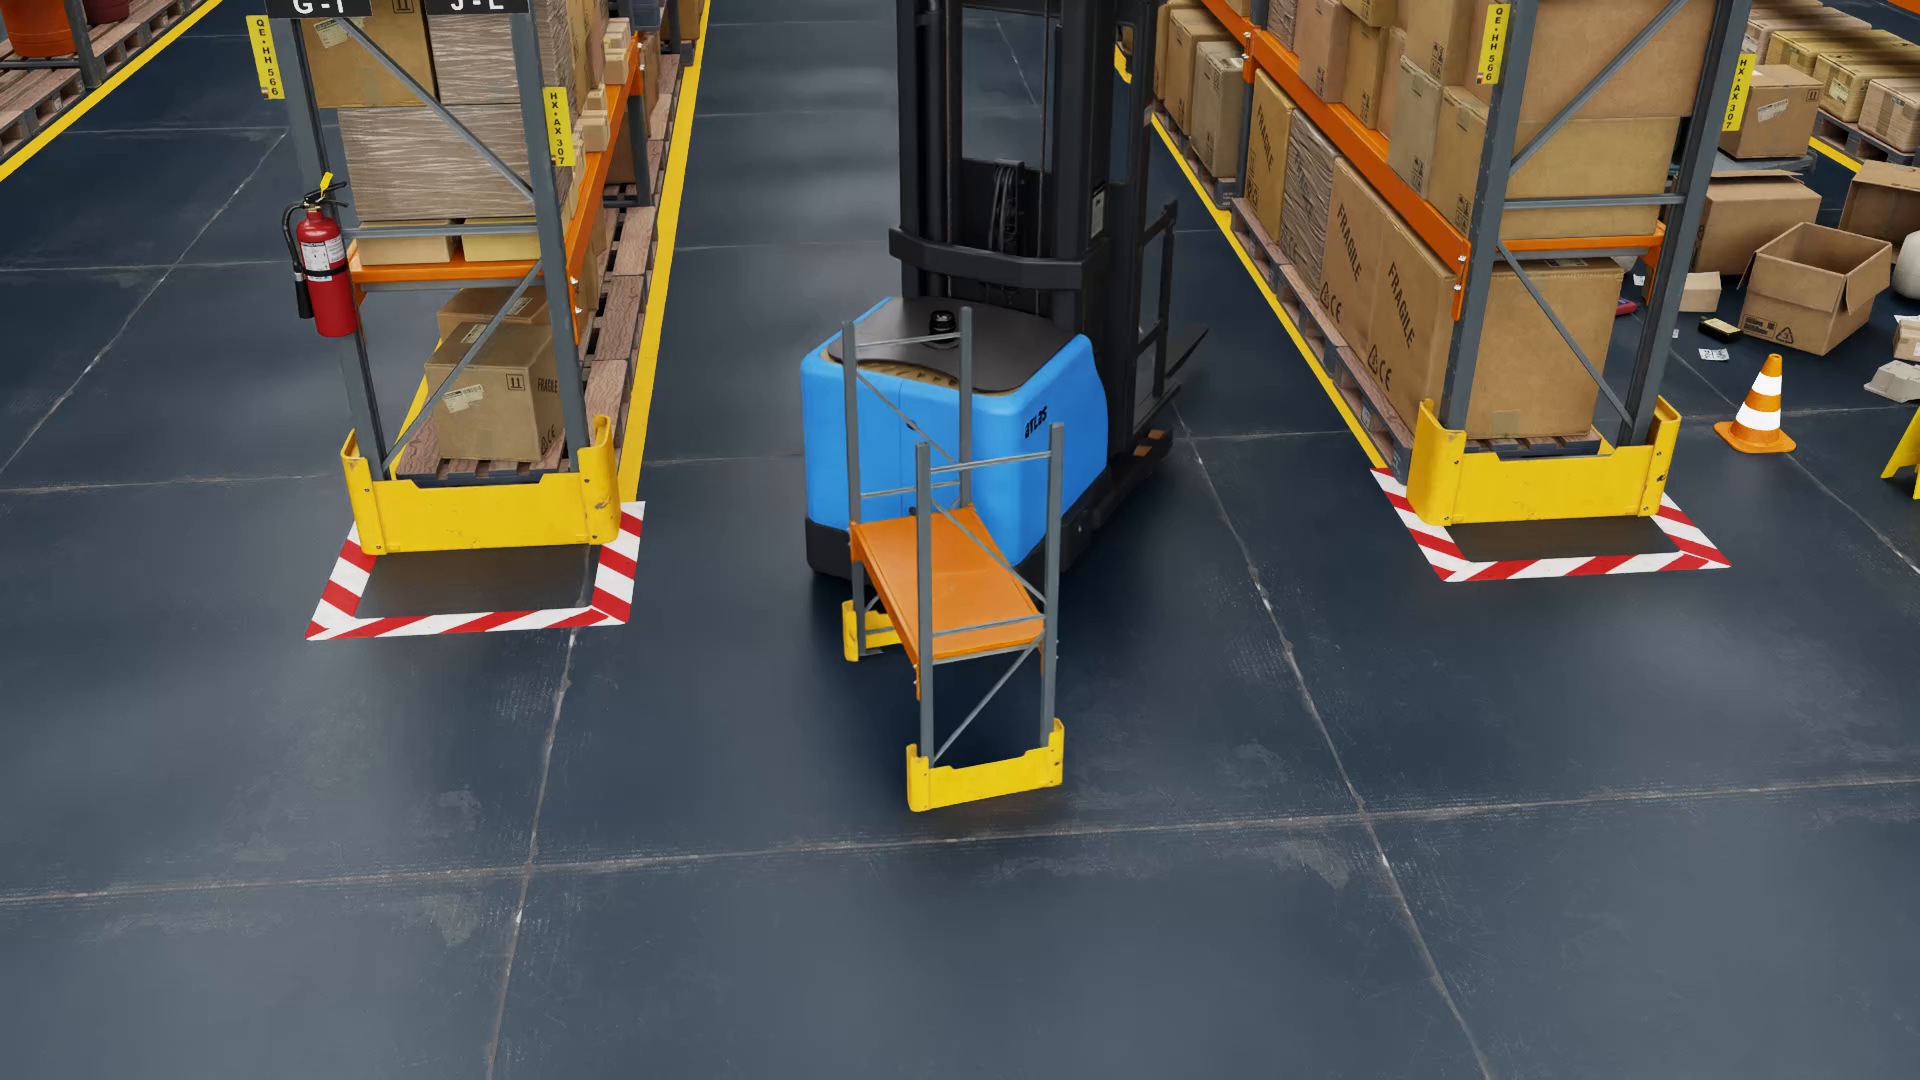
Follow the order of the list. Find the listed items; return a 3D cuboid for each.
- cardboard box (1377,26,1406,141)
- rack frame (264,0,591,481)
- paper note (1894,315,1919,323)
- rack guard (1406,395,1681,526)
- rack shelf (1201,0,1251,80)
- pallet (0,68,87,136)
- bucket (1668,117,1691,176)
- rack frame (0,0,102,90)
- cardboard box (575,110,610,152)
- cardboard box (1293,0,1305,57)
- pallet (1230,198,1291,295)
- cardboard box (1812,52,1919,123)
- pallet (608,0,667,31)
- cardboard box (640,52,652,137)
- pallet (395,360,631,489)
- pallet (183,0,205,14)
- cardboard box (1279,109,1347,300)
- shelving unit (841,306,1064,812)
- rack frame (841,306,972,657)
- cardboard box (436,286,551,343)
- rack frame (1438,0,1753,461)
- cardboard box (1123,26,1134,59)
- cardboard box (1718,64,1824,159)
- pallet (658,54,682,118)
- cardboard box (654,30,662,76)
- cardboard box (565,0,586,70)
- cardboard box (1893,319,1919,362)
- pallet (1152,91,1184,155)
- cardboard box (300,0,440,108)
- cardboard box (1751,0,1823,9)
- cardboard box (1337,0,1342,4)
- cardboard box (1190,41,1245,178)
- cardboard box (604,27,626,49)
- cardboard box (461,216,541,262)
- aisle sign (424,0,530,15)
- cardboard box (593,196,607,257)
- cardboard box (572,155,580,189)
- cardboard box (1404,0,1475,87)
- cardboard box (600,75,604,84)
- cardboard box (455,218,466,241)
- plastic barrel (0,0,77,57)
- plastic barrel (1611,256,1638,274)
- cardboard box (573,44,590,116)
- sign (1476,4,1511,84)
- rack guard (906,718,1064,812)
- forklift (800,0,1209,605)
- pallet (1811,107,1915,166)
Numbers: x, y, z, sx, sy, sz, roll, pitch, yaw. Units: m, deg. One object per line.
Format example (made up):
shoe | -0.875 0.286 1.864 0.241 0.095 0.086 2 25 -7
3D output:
cardboard box | 2.681 -2.303 8.534 0.875 0.550 0.550 -3 31 -5
rack frame | -2.186 -1.294 6.991 1.000 3.000 0.127 -3 31 -5
paper note | 5.680 -1.317 9.936 0.148 0.019 0.142 8 32 13
rack guard | 2.764 -0.394 7.922 1.175 0.500 0.348 -3 31 -5
rack shelf | 2.201 -4.234 12.615 1.077 0.370 4.000 -3 31 -5
pallet | -7.831 -3.546 13.481 1.003 0.211 1.213 -3 31 -5
bucket | 4.696 -2.810 11.239 0.726 0.611 0.620 8 22 13
rack frame | -7.865 -5.141 13.431 1.000 3.000 0.127 -3 31 -5
cardboard box | -2.019 -2.113 8.608 0.380 0.149 0.250 -3 31 -5
cardboard box | 2.508 -3.119 9.900 0.875 0.550 0.550 -3 31 -5
pallet | 2.381 -1.933 10.780 1.003 0.211 1.213 -3 31 -5
cardboard box | 7.185 -3.497 12.833 0.950 0.372 0.625 -1 31 -1
pallet | -2.487 -3.651 11.124 1.003 0.211 1.213 -3 31 -5
cardboard box | -2.674 -3.296 12.352 0.700 0.500 0.500 -5 31 -9
pallet | -2.234 -0.552 8.468 1.003 0.211 1.213 -3 31 -5
pallet | -8.208 -5.590 16.903 1.003 0.211 1.213 -3 31 -5
cardboard box | 2.465 -2.005 9.845 0.875 0.875 0.875 -3 31 -4
shelving unit | -0.052 0.046 6.210 0.587 1.500 1.083 -9 32 -14
rack frame | -0.198 -0.199 6.620 0.500 1.500 0.032 -9 32 -14
cardboard box | -2.318 -1.024 8.567 0.500 0.500 0.500 5 31 8
rack frame | 2.761 -1.480 7.302 1.000 3.000 0.127 -3 31 -5
cardboard box | 1.981 -4.463 14.082 1.050 0.750 0.750 -3 31 -5
cardboard box | 5.537 -2.962 11.483 0.500 0.500 0.500 -3 31 -5
pallet | -2.862 -3.782 13.876 1.003 0.211 1.213 -3 31 -5
cardboard box | -2.851 -4.153 13.786 0.700 0.500 0.500 -4 31 -7
cardboard box | -2.006 -2.443 7.552 0.500 0.500 0.500 -3 31 -5
cardboard box | 5.547 -1.117 9.474 0.380 0.149 0.250 13 33 21
pallet | 2.123 -3.339 13.135 1.003 0.211 1.213 -3 31 -5
cardboard box | -2.484 -2.162 7.083 0.500 0.500 0.500 -3 31 -5
cardboard box | 6.976 -4.616 14.706 0.950 0.372 0.625 -5 31 -8
cardboard box | 2.469 -3.302 9.154 0.875 0.550 0.550 -3 31 -5
cardboard box | 2.240 -3.049 11.714 1.050 0.750 0.750 -3 31 -5
cardboard box | -2.233 -3.004 10.099 0.380 0.149 0.250 -3 31 -5
cardboard box | -1.976 -1.343 7.318 0.380 0.149 0.250 -3 31 -5
aisle sign | -1.882 -2.392 6.295 0.394 0.787 0.004 -3 31 -5
cardboard box | -2.501 -1.945 10.109 0.500 0.500 0.500 7 32 11
cardboard box | -2.032 -1.726 7.960 0.380 0.149 0.250 -3 31 -5
cardboard box | 2.622 -2.475 7.770 0.875 0.550 0.550 -3 31 -5
cardboard box | -2.180 -2.492 9.241 0.380 0.149 0.250 -3 31 -5
cardboard box | -2.441 -1.449 7.496 0.380 0.149 0.250 -3 31 -5
plastic barrel | -7.928 -4.638 14.297 0.600 0.830 0.708 -3 31 -5
plastic barrel | 4.021 -1.910 10.535 0.512 0.421 0.421 20 36 29
cardboard box | -2.415 -2.509 8.638 0.875 0.500 0.500 -3 31 -5
sign | 2.220 -2.059 6.913 0.100 0.325 0.005 -3 31 -5
rack guard | 0.094 0.827 6.121 0.587 0.250 0.087 -9 32 -14
forklift | 0.423 -1.656 7.665 1.130 2.935 3.031 14 34 22
pallet | 7.232 -3.011 12.585 1.003 0.211 1.213 -3 31 -5
